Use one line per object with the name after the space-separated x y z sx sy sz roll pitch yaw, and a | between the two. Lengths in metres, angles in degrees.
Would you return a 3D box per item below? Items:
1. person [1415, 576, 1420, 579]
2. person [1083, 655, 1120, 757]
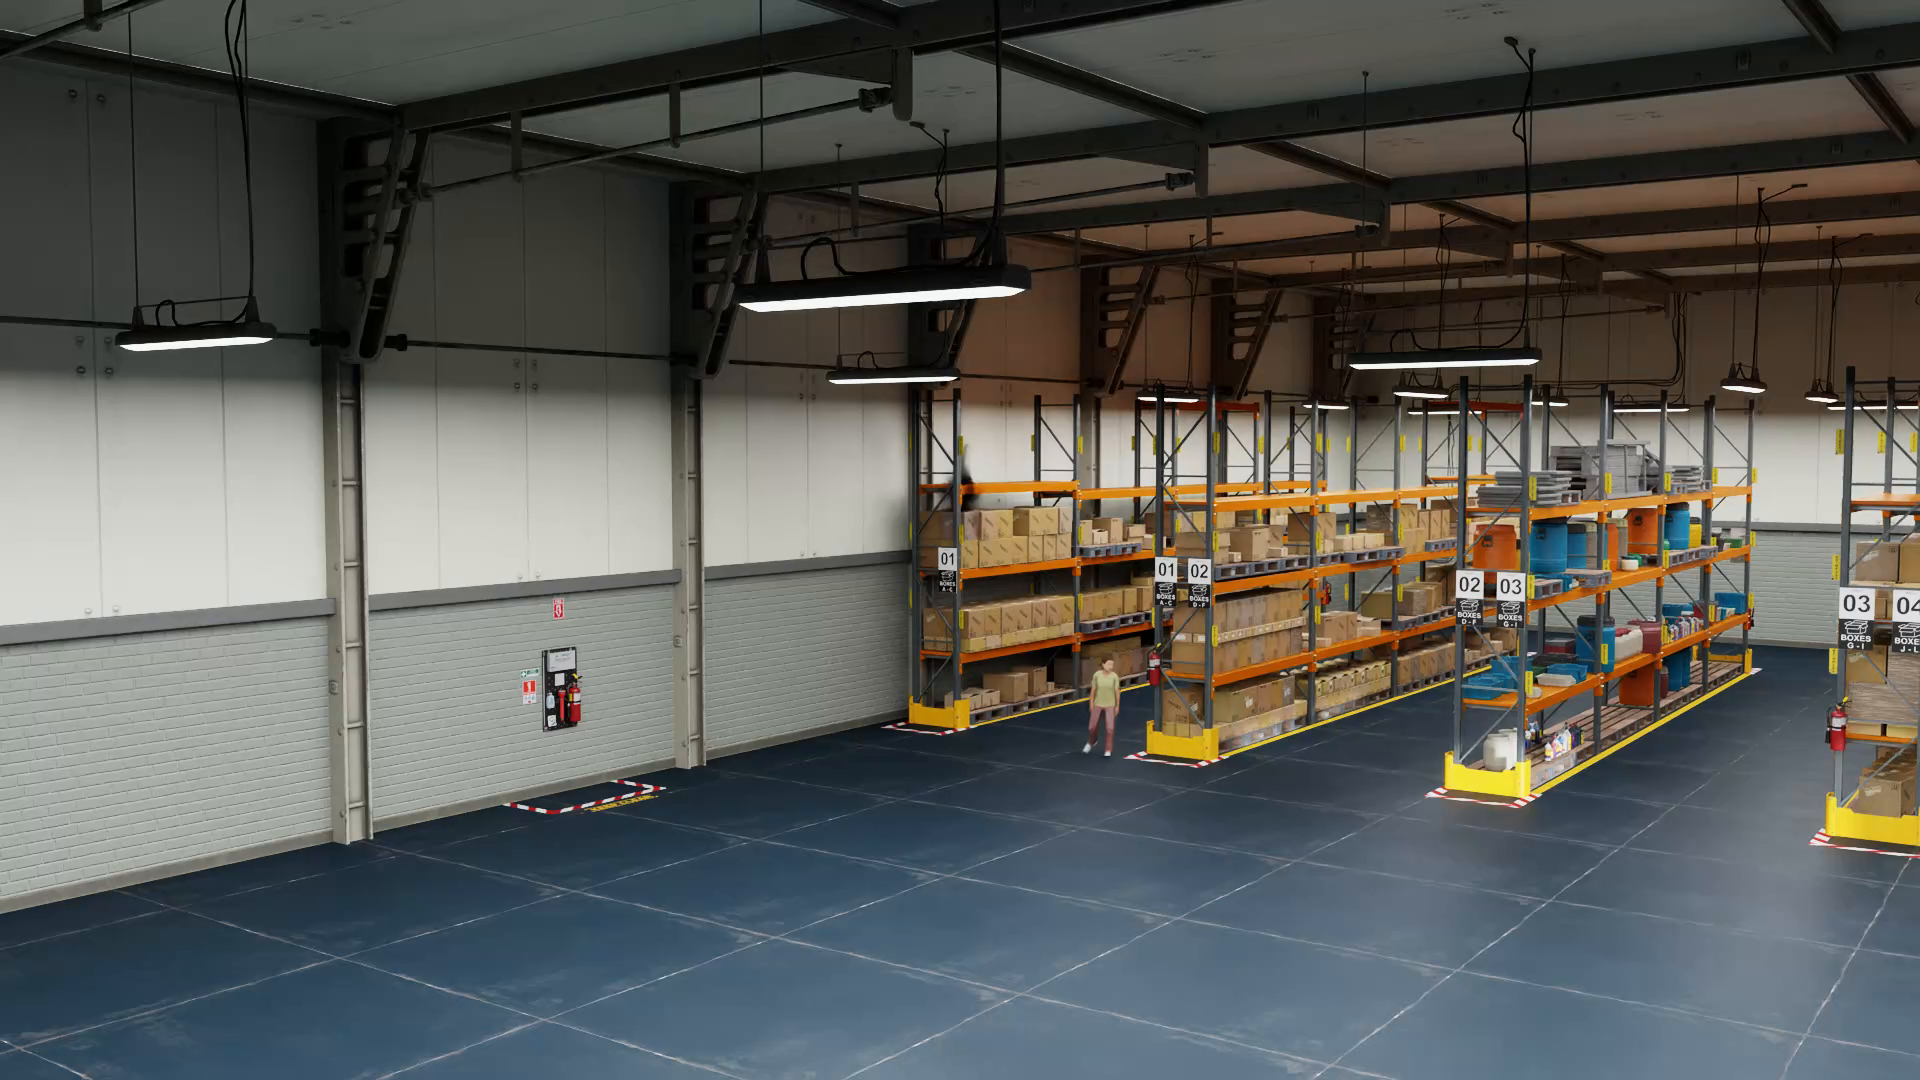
11.811 1.722 42.878 0.685 1.663 0.873 -2 4 -31 | person
2.274 2.652 26.736 0.584 1.634 0.504 0 3 4 | person
